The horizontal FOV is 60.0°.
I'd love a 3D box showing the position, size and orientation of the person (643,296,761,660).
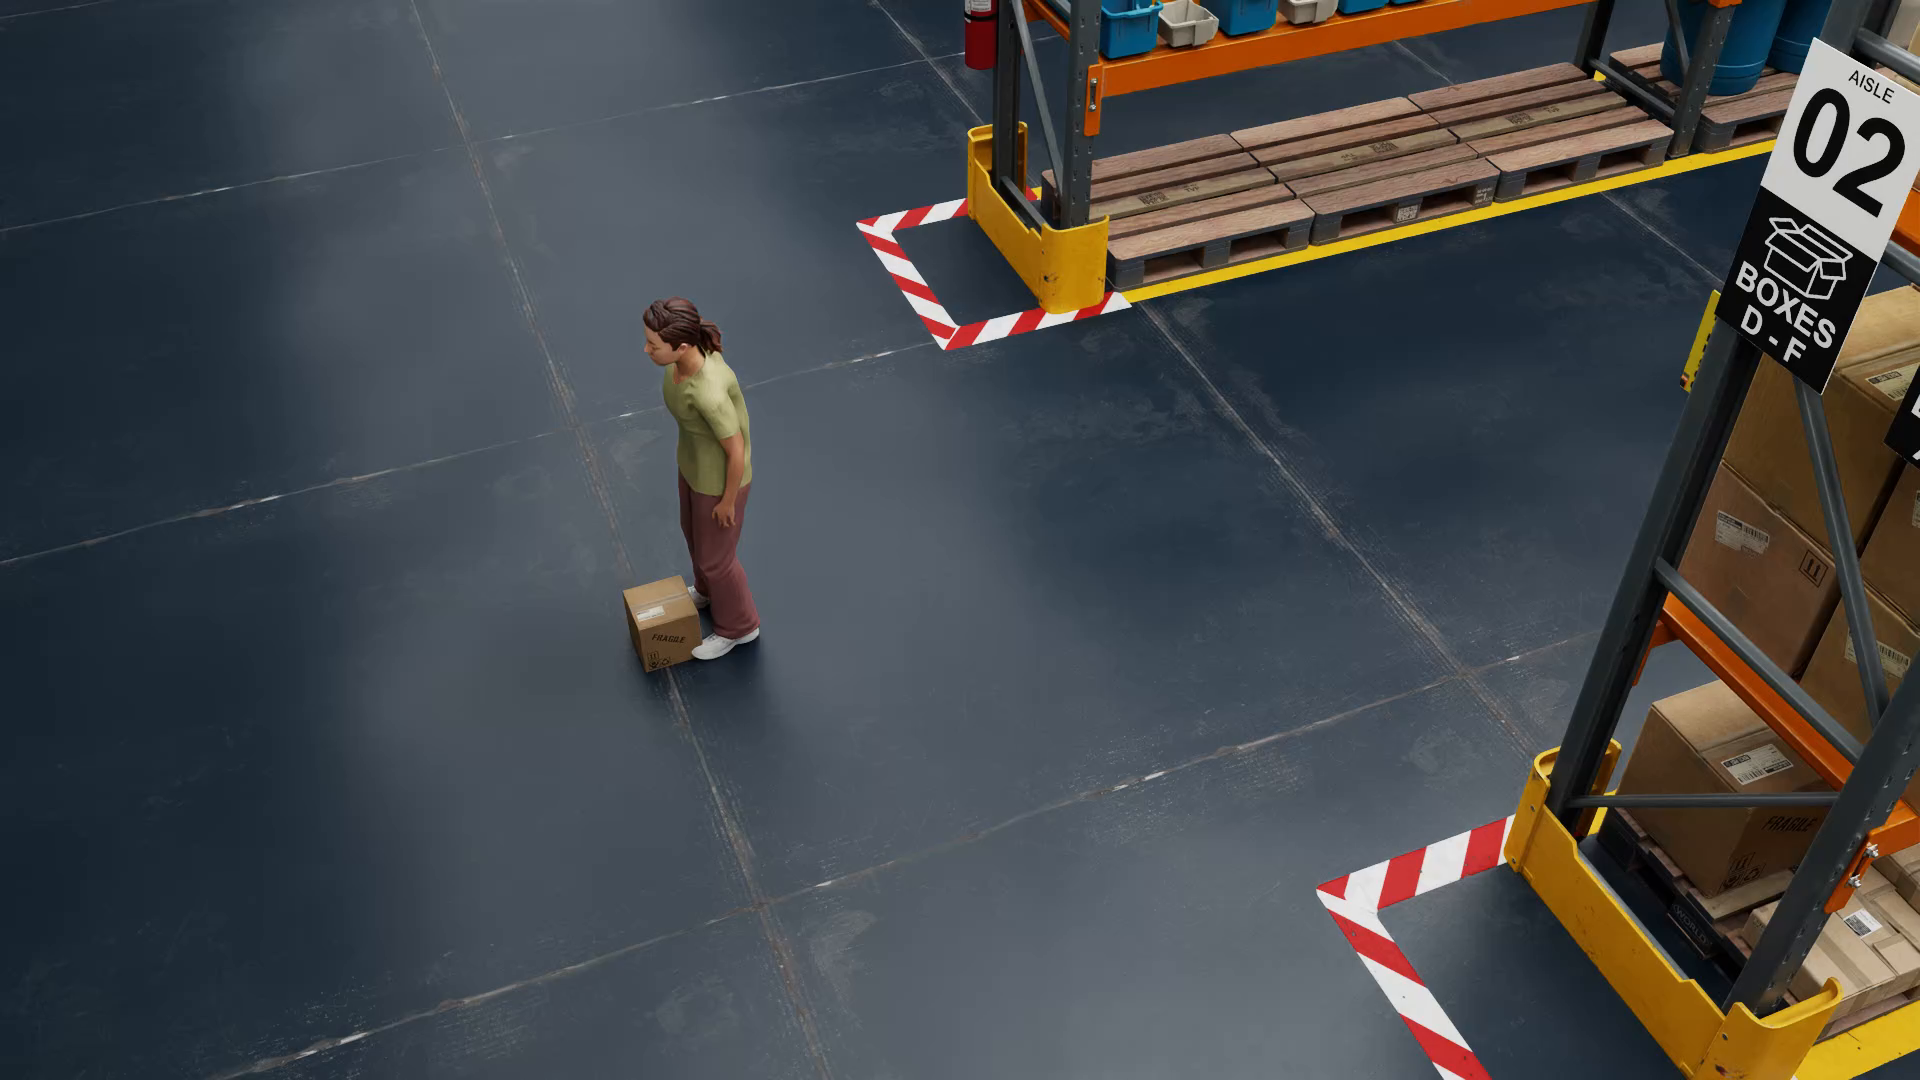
[{"bbox_3d":[-0.992,-0.252,6.442,0.365,1.671,0.515,-18,45,-19],"label":"person"}]
